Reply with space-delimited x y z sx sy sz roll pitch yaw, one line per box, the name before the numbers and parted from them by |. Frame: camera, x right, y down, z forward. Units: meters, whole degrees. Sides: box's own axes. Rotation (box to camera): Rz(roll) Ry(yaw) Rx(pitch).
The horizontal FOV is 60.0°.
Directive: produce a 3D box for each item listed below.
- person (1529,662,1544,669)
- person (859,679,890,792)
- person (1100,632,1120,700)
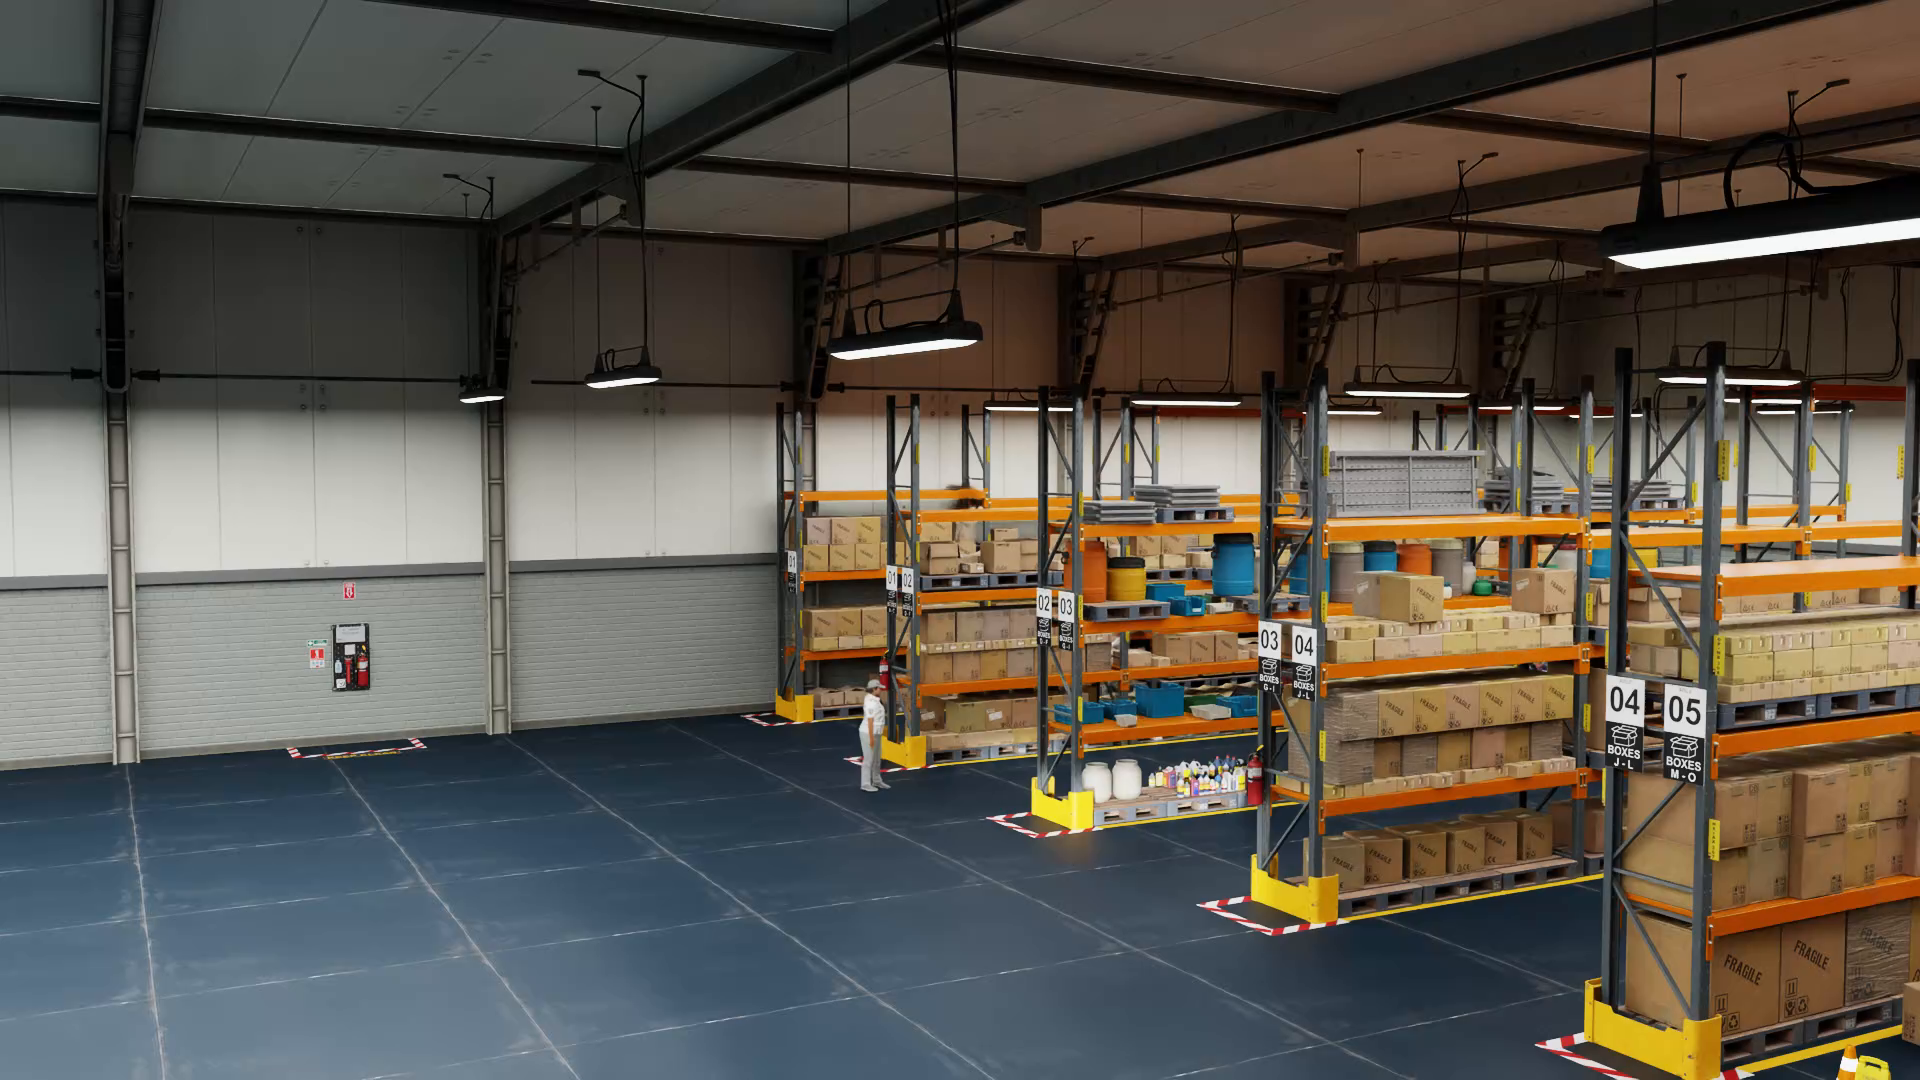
person | 10.495 2.543 30.504 0.566 1.781 0.624 -3 4 -44
person | -1.292 2.927 24.935 0.454 1.685 0.500 0 3 4
person | 2.903 2.469 32.594 1.006 1.713 0.629 -2 4 -35
